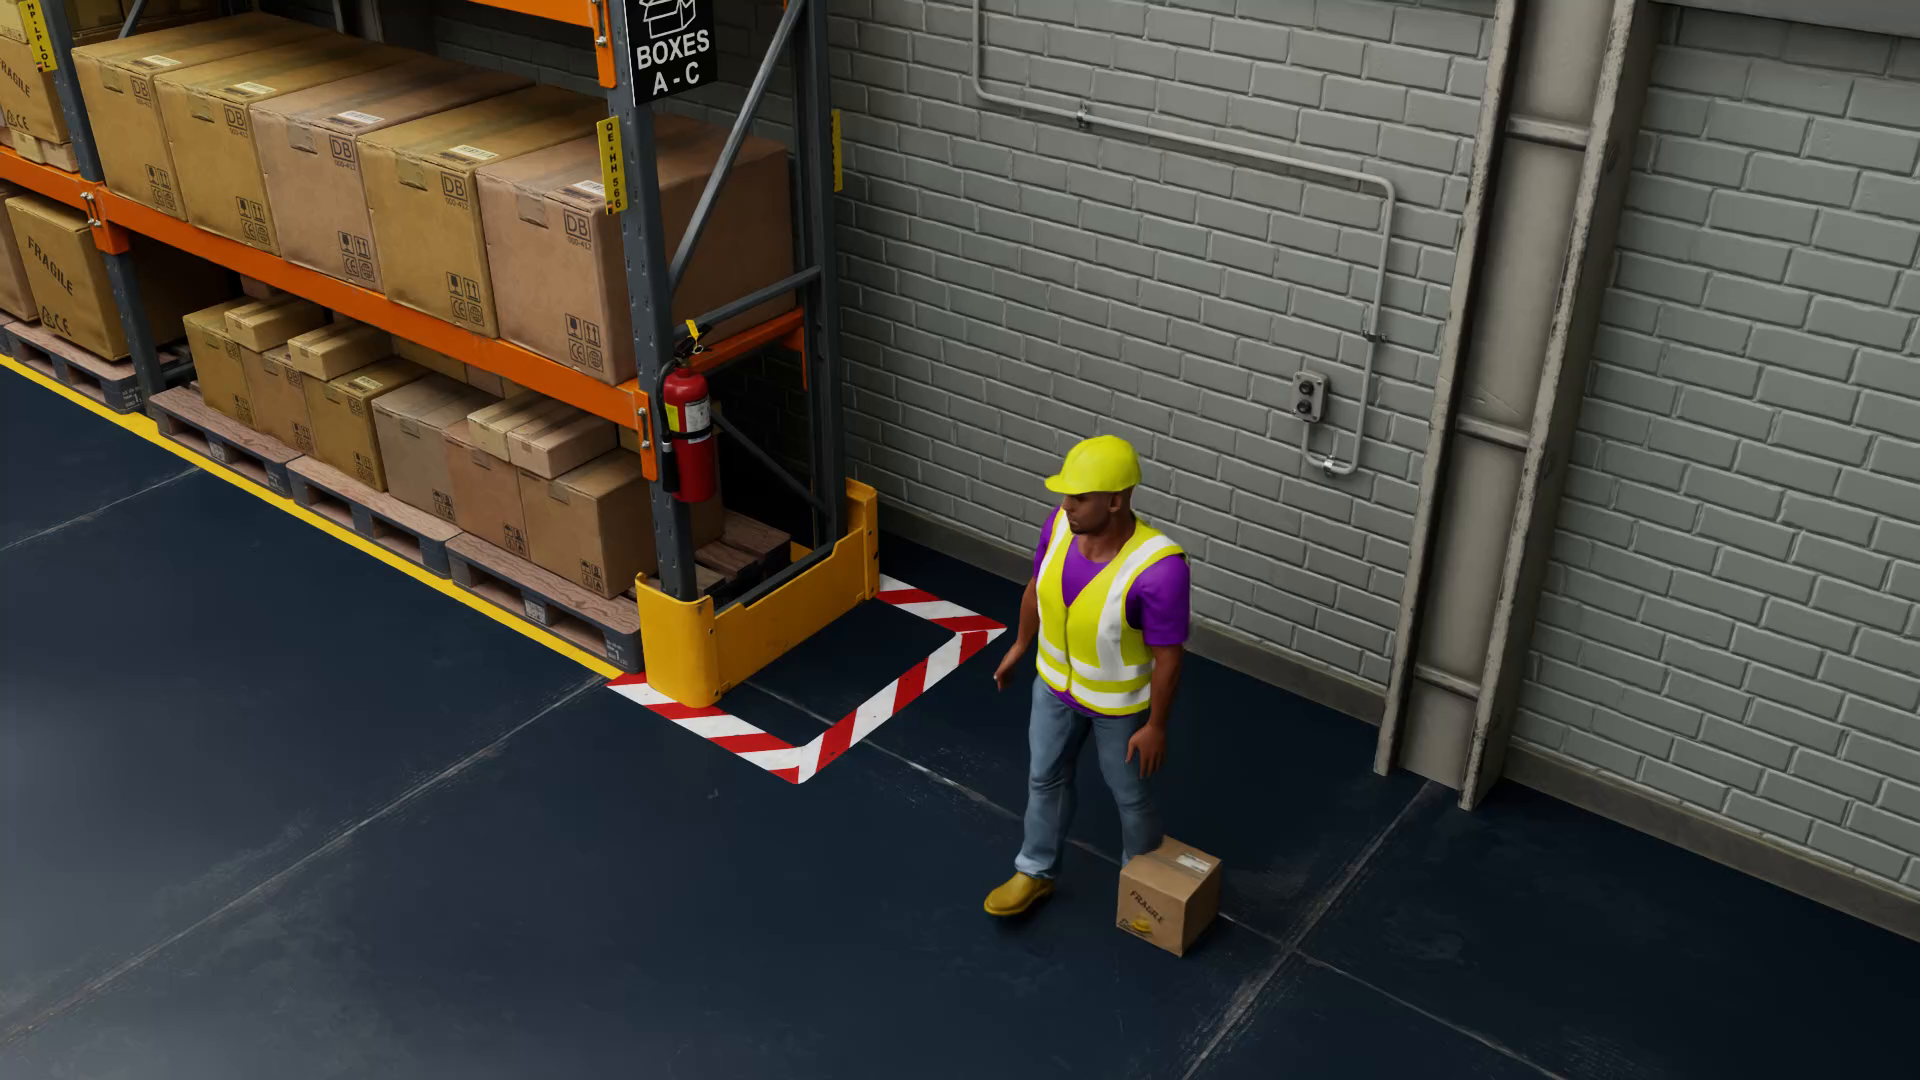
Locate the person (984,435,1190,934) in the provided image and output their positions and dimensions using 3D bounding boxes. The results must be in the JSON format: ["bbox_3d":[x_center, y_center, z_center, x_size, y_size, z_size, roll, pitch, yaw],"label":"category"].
[{"bbox_3d":[0.379,0.476,5.259,0.675,1.764,0.570,25,39,36],"label":"person"}]
